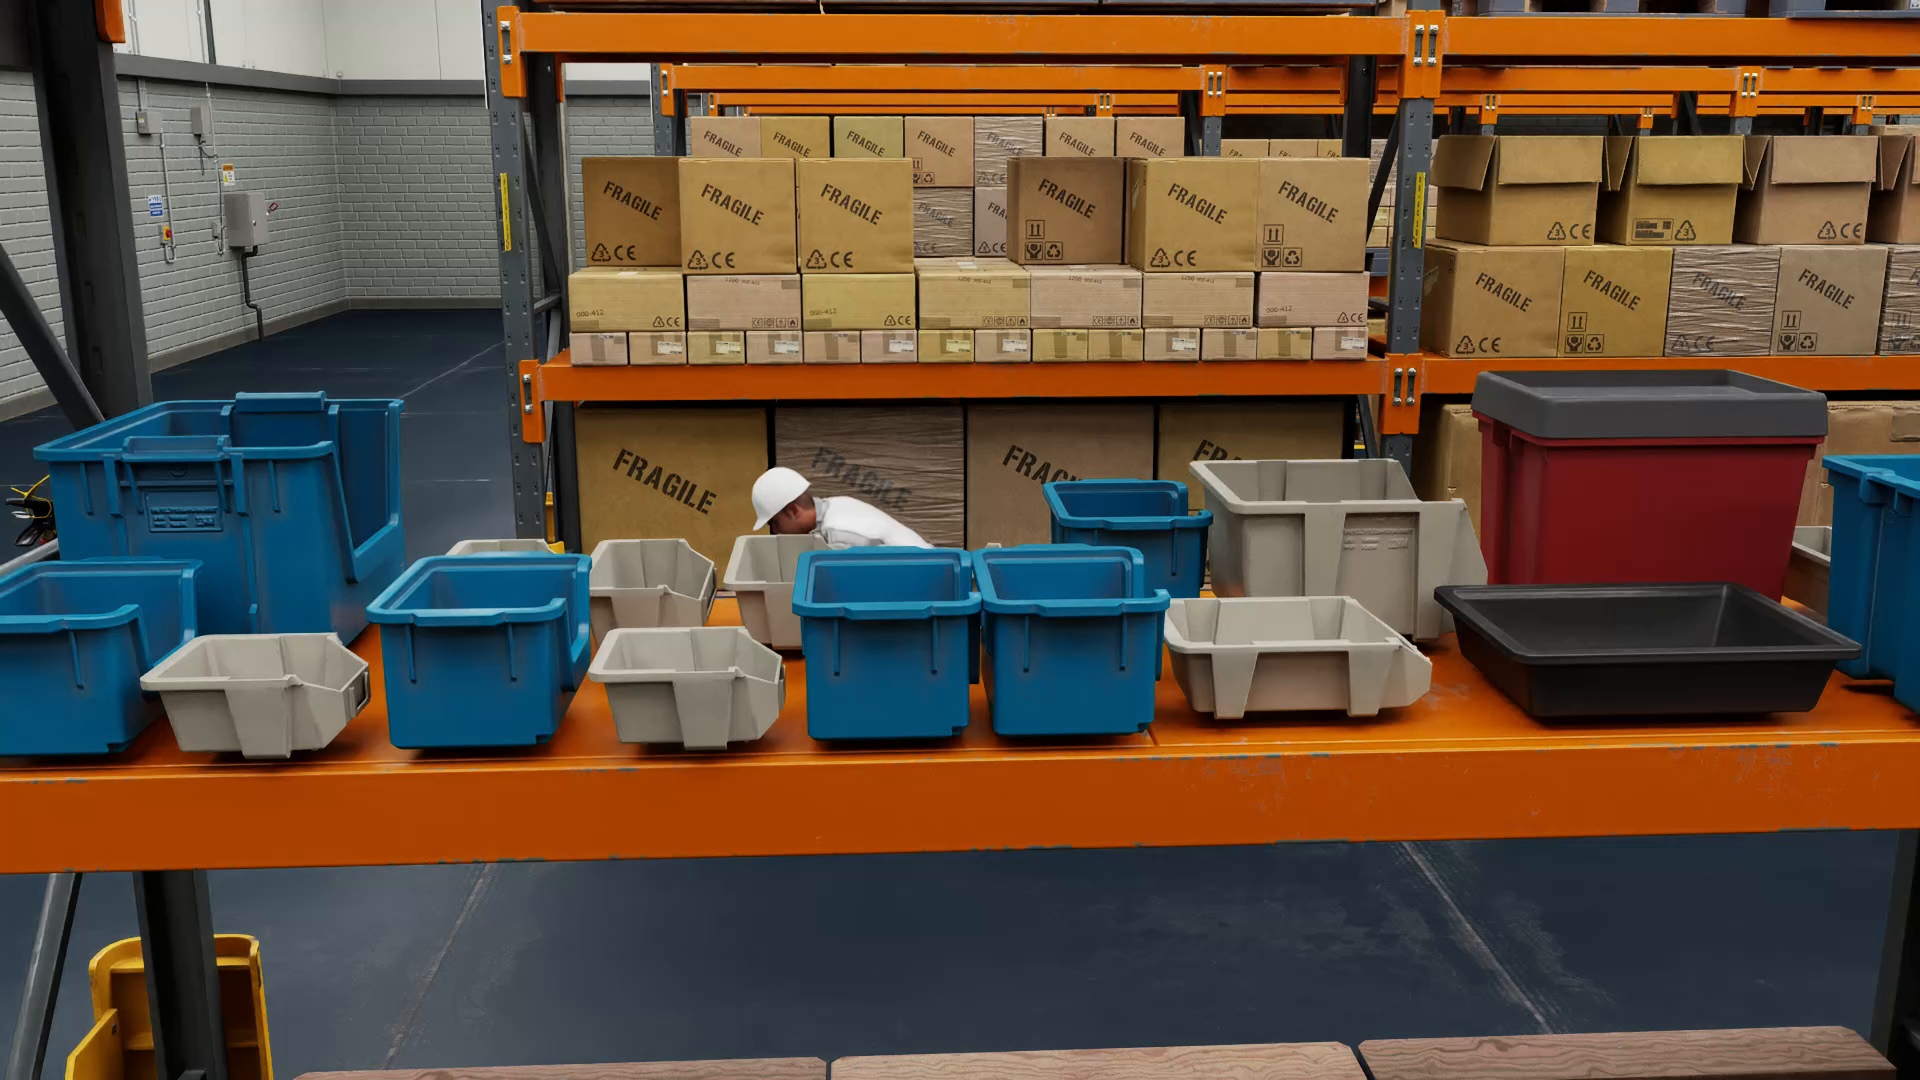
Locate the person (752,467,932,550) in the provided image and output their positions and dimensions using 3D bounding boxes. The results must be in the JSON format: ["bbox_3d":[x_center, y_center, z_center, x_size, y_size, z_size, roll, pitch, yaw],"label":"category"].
[{"bbox_3d":[-0.449,0.187,6.824,0.883,1.010,0.524,-1,13,-4],"label":"person"}]
